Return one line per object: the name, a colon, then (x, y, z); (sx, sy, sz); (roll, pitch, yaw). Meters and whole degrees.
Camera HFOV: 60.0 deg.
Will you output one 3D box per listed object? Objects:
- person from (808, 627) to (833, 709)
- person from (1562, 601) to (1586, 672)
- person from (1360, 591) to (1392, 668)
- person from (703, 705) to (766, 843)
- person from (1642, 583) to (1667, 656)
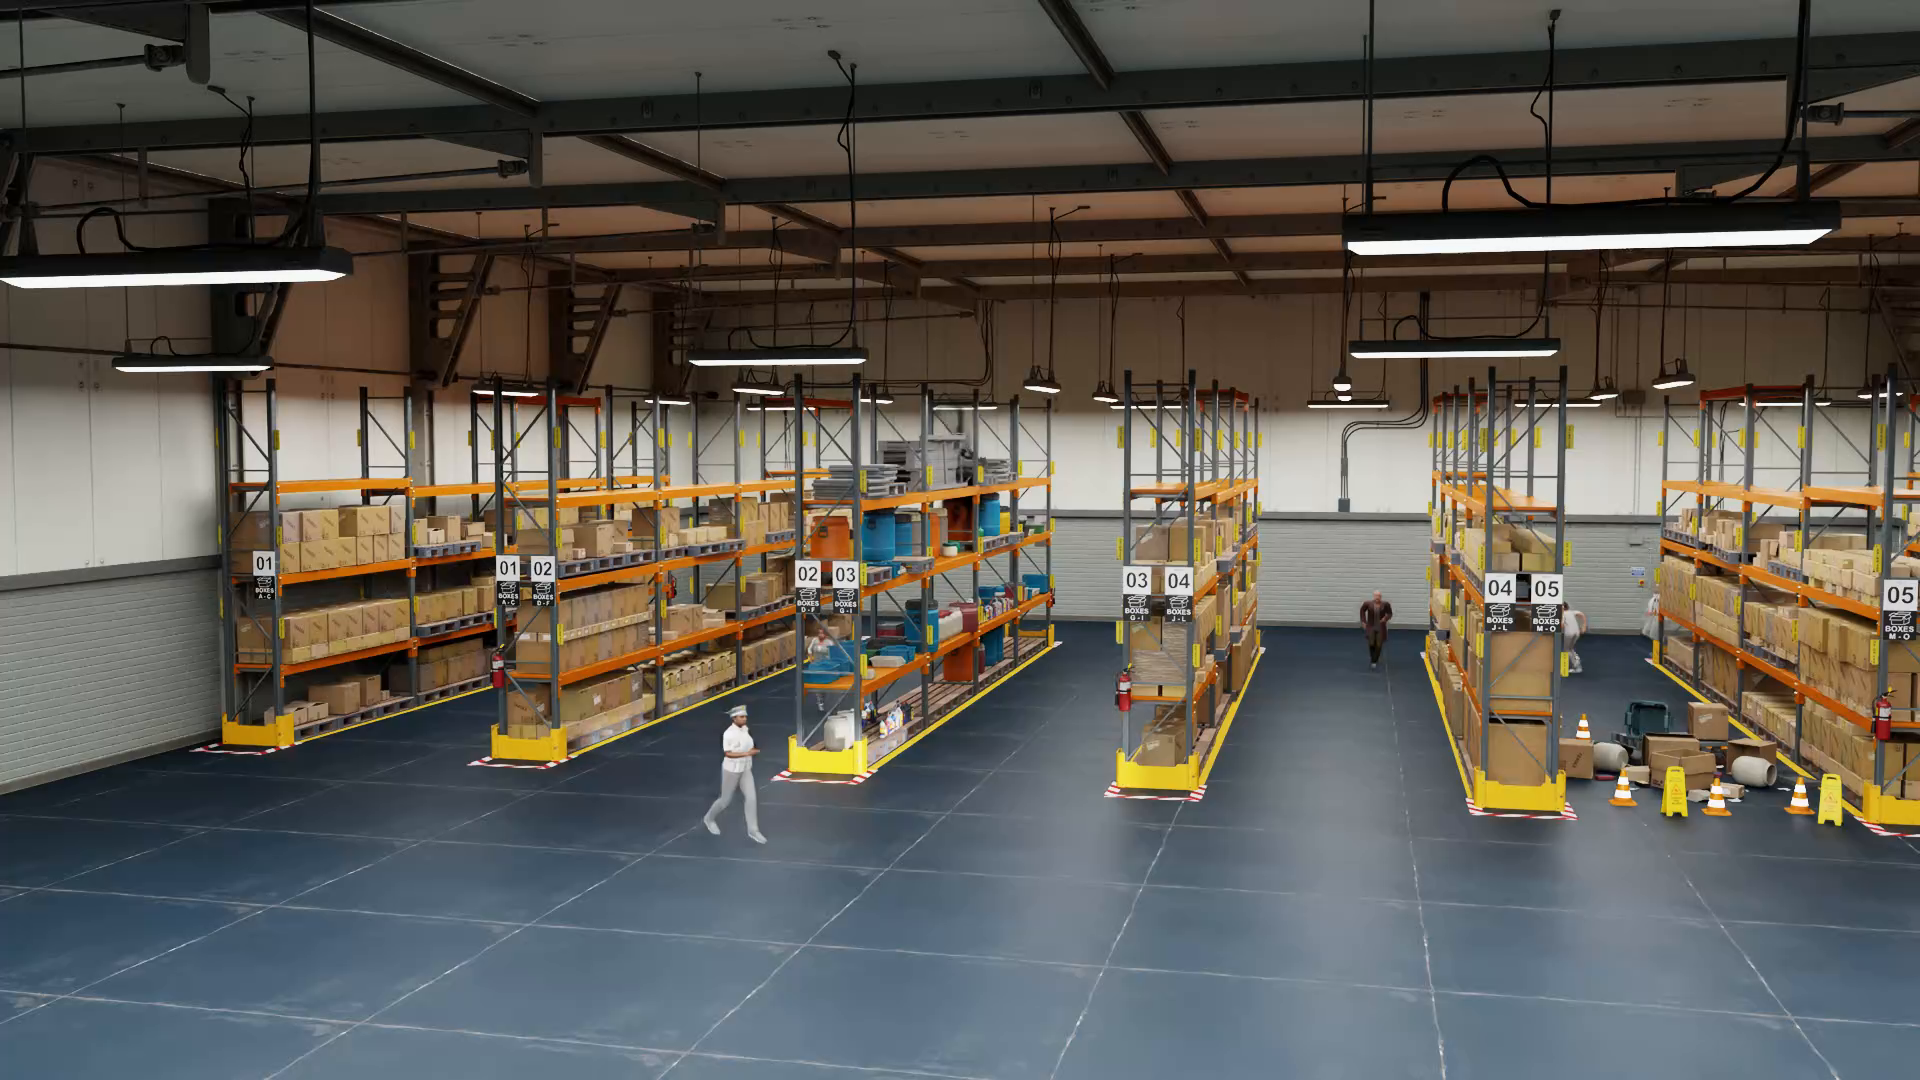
person: (-2.584, 2.374, 30.757); (0.530, 1.550, 0.608); (0, 3, 8)
person: (13.265, 2.089, 36.097); (0.590, 1.506, 0.820); (-1, 4, -15)
person: (9.100, 1.954, 36.348); (0.674, 1.716, 0.734); (1, 3, 9)
person: (-2.802, 2.889, 20.735); (0.929, 1.694, 0.566); (2, 4, 33)
person: (16.149, 1.819, 38.583); (0.595, 1.734, 0.660); (0, 3, 1)
